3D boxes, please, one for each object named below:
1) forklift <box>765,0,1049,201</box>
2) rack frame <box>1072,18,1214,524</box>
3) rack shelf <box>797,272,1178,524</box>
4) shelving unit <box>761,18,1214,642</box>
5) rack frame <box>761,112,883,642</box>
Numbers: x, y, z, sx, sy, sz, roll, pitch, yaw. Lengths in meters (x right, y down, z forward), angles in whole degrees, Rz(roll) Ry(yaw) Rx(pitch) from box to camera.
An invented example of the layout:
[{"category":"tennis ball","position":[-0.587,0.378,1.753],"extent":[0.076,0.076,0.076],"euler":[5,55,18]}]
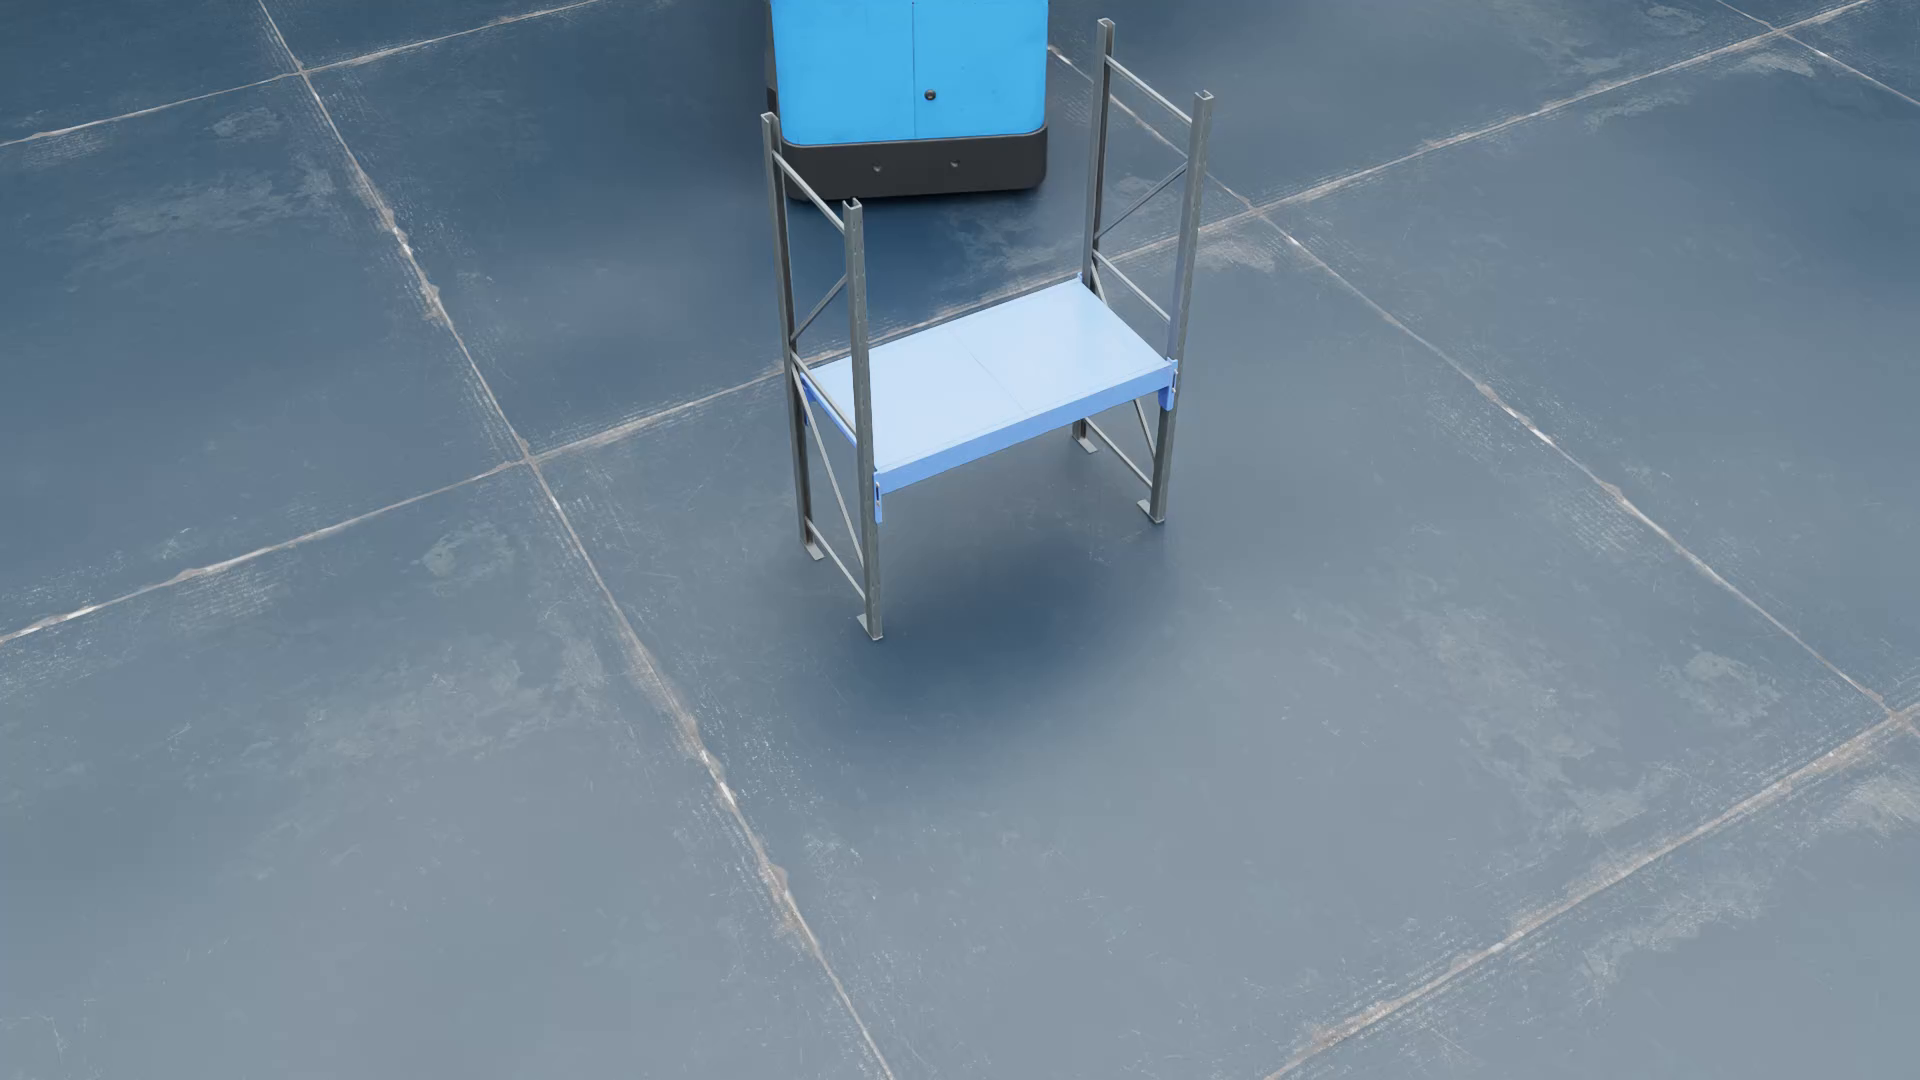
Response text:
[{"category":"forklift","position":[-0.324,-3.407,6.656],"extent":[1.130,2.935,3.031],"euler":[-4,44,-4]},{"category":"rack frame","position":[0.515,-0.744,4.940],"extent":[0.032,1.500,0.500],"euler":[-22,48,-21]},{"category":"rack shelf","position":[0.074,-0.439,4.883],"extent":[1.000,0.185,0.538],"euler":[-22,48,-21]},{"category":"shelving unit","position":[0.074,-0.568,4.758],"extent":[1.048,1.500,0.538],"euler":[-22,48,-21]},{"category":"rack frame","position":[-0.367,-0.391,4.576],"extent":[0.032,1.500,0.500],"euler":[-22,48,-21]}]
